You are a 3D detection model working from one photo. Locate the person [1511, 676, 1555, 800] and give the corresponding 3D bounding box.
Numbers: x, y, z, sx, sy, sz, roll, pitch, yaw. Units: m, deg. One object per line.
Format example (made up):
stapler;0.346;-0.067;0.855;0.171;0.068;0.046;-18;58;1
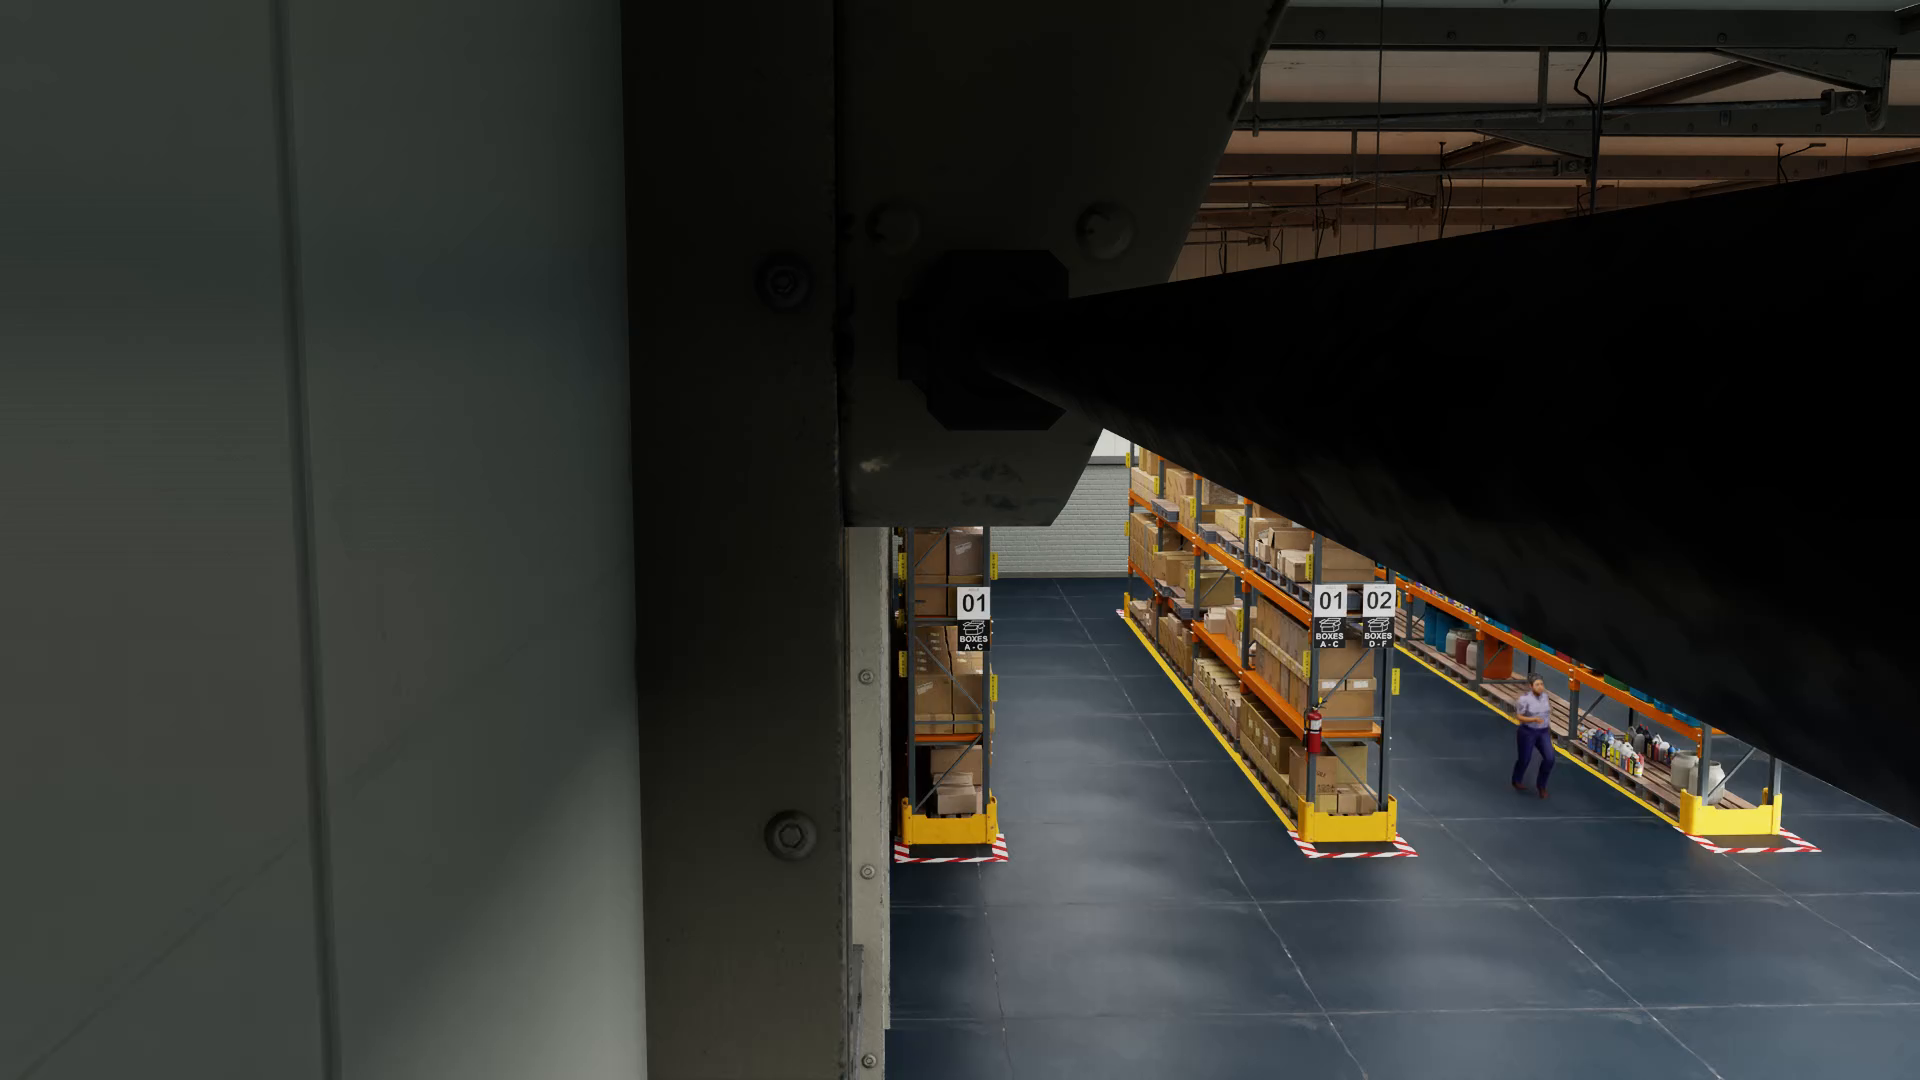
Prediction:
person;7.751;2.664;22.445;0.554;1.687;0.759;-1;7;-8
